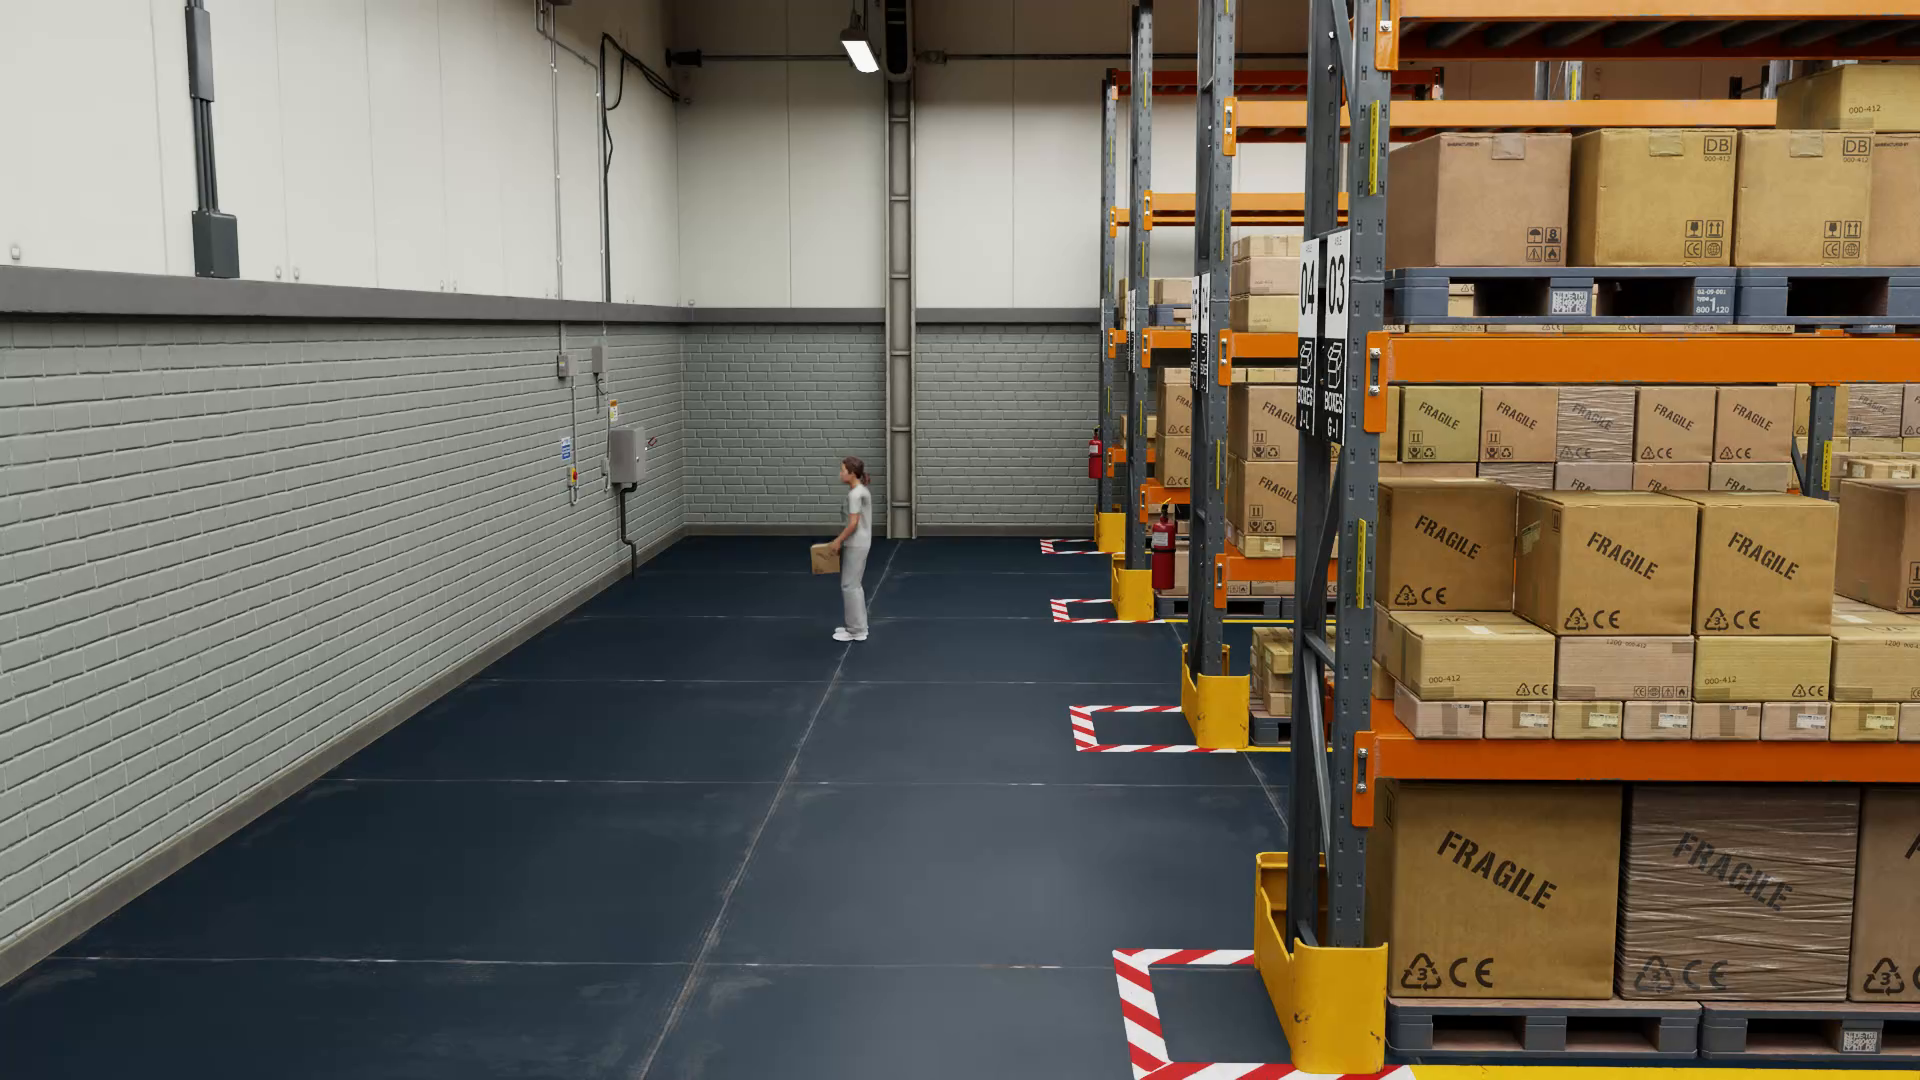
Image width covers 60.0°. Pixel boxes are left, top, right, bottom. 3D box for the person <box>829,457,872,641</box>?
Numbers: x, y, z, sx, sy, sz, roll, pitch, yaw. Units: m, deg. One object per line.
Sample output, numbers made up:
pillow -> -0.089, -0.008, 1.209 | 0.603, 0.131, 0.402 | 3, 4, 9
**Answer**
person -> -0.992, 0.072, 15.204 | 0.395, 1.676, 0.467 | 0, 7, 0
